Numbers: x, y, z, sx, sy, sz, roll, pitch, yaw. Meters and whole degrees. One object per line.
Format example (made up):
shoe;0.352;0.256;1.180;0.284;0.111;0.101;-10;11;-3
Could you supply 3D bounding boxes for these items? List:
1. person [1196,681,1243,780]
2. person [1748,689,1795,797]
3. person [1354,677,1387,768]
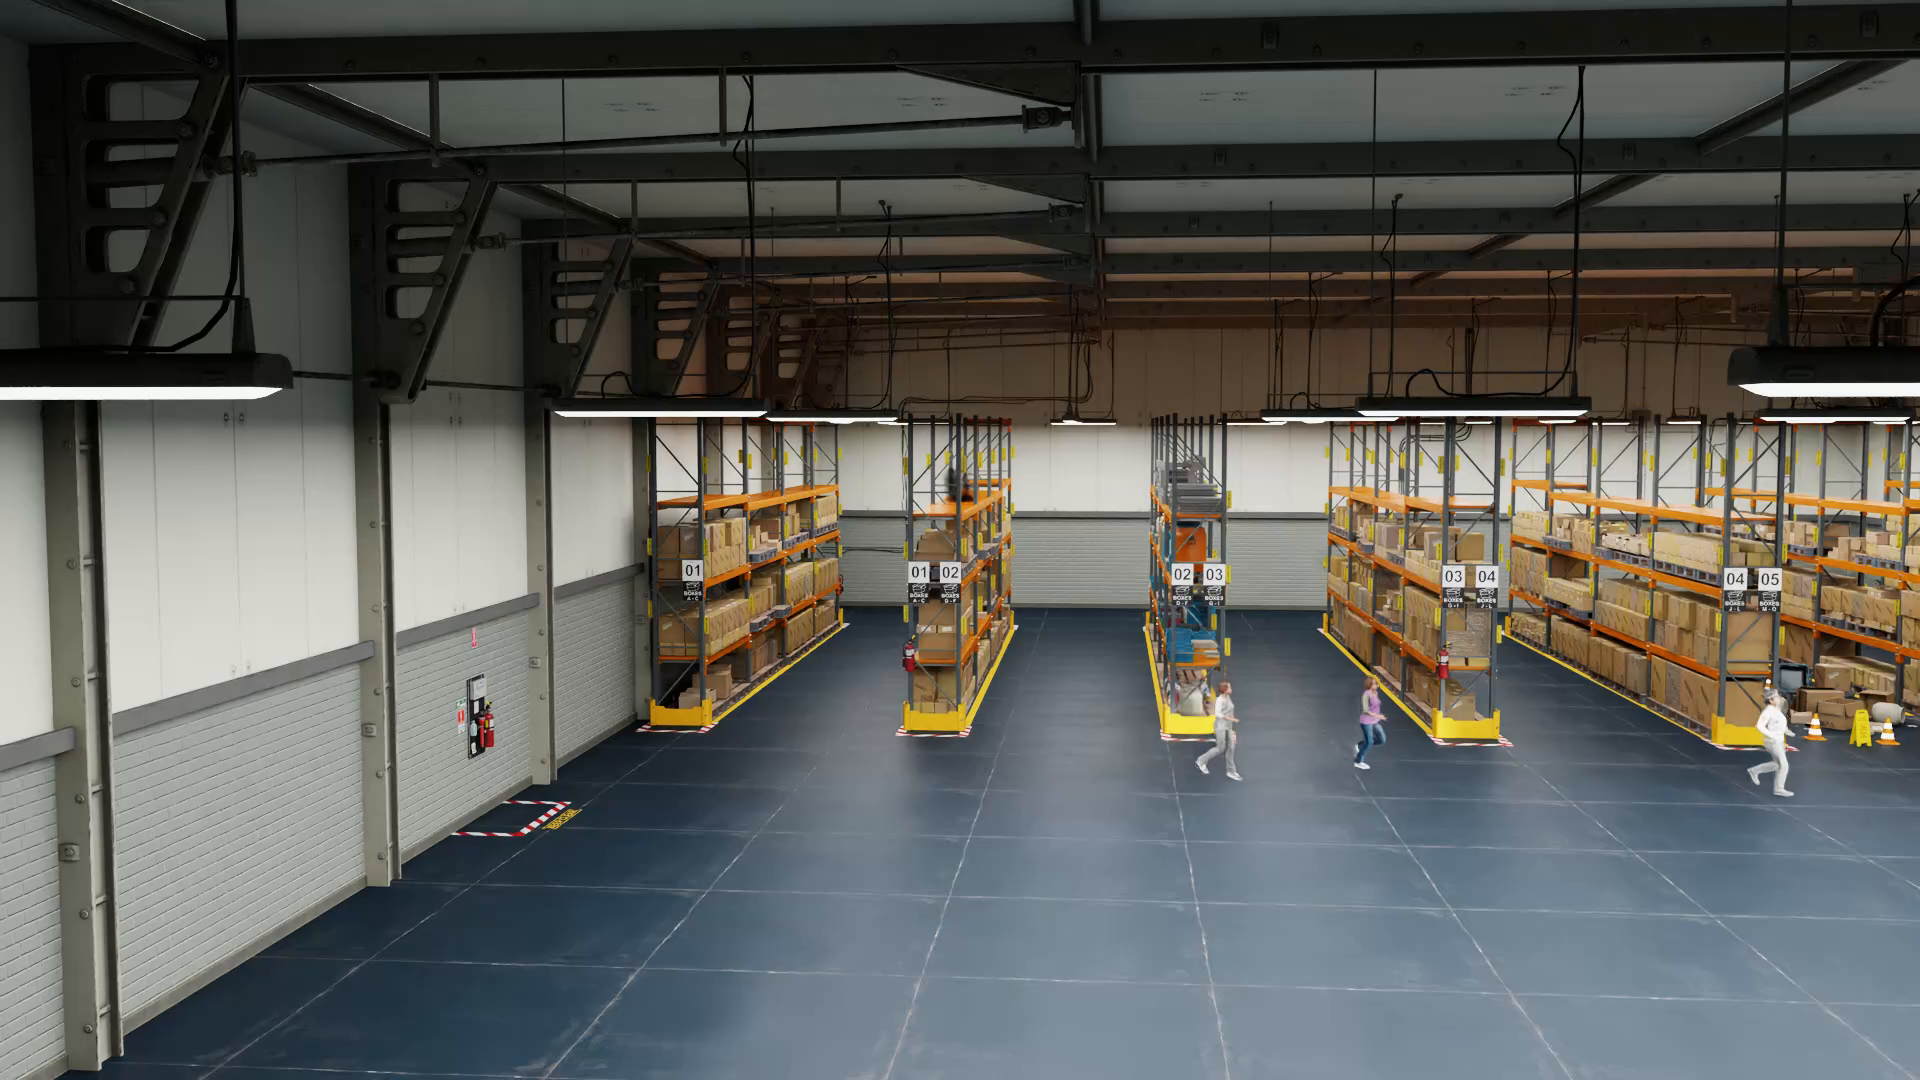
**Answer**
person;4.261;3.146;27.187;0.770;1.516;0.565;2;4;29
person;12.670;3.146;25.987;0.717;1.649;0.622;4;5;43
person;6.917;3.069;27.910;0.603;1.555;0.563;3;5;40
